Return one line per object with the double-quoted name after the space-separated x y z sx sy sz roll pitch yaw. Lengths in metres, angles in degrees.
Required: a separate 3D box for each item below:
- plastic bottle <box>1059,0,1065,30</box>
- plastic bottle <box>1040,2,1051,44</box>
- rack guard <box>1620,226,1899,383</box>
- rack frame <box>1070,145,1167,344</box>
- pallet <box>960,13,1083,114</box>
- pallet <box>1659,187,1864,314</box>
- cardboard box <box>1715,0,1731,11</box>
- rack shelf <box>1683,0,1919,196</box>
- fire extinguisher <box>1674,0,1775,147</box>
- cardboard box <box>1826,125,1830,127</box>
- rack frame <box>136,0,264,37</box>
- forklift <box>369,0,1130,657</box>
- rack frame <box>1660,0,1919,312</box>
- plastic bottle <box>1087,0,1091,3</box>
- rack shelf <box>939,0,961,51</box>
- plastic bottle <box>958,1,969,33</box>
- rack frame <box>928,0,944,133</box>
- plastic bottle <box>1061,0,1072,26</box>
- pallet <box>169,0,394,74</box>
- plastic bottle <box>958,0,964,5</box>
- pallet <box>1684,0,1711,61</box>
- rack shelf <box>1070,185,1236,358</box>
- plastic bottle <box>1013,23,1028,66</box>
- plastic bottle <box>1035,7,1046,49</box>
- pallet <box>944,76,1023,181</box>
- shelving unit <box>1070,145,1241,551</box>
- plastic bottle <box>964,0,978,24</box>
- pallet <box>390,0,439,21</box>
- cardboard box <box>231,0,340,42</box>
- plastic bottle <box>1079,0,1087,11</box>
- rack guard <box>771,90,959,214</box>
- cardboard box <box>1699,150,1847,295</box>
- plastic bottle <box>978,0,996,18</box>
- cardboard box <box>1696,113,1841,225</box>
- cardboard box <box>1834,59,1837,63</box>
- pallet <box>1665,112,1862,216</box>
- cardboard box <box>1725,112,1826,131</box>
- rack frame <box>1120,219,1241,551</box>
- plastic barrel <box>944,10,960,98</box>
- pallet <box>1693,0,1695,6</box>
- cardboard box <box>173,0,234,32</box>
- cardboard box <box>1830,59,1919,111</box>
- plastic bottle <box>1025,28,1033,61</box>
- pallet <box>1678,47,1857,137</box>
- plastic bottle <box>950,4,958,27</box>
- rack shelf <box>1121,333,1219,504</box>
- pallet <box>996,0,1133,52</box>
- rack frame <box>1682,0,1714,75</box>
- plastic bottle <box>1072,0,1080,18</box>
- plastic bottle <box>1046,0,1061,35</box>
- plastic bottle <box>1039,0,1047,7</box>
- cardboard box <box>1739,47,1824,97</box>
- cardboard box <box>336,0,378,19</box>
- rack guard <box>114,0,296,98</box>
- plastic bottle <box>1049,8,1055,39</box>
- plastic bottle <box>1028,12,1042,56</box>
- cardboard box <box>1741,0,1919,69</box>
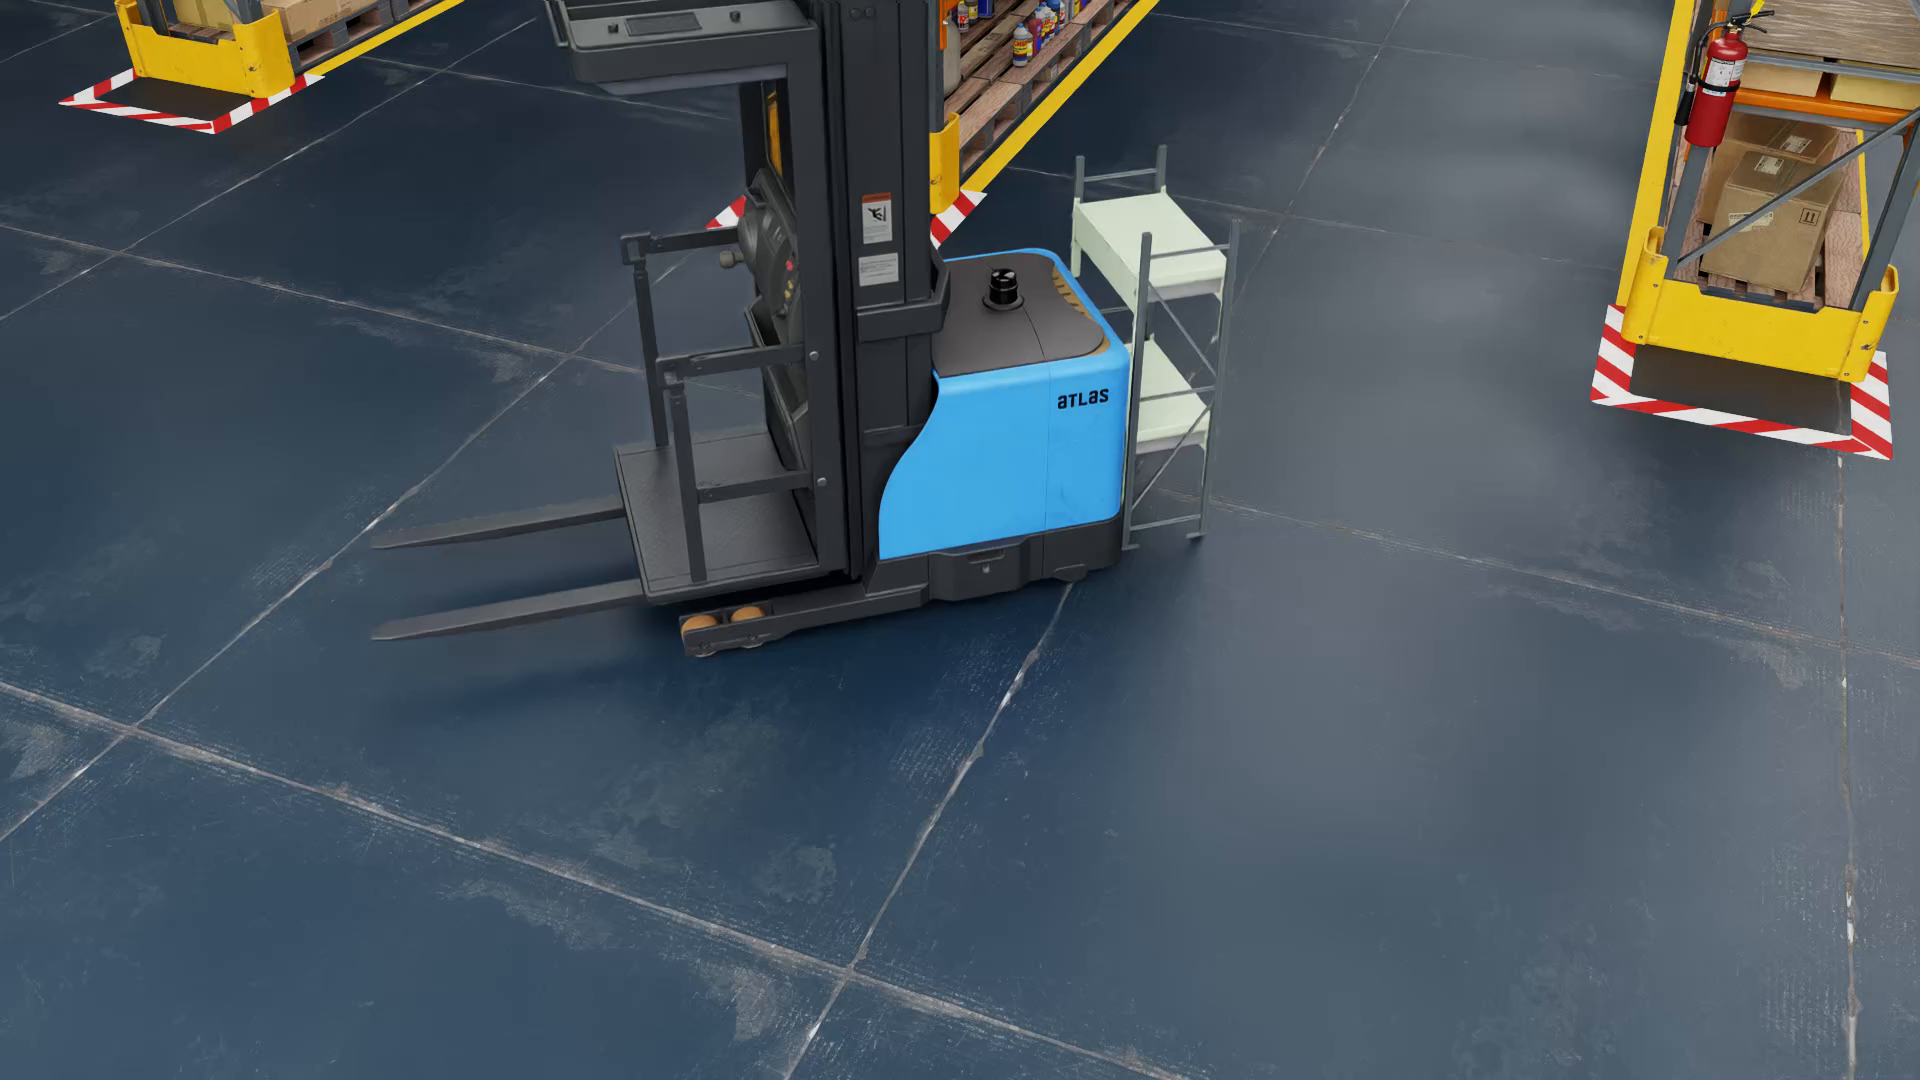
0.686 -3.691 11.652 0.097 0.201 0.097 0 37 0 "plastic bottle"
0.570 -3.550 11.406 0.097 0.271 0.097 0 37 0 "plastic bottle"
4.033 -1.202 8.440 1.175 0.500 0.348 14 39 18 "rack guard"
0.671 -1.013 7.352 0.400 1.500 0.023 -10 38 -14 "rack frame"
0.189 -3.347 11.551 1.003 0.211 1.213 14 39 18 "pallet"
4.375 -1.528 9.117 1.003 0.211 1.213 14 39 18 "pallet"
4.318 -2.922 8.322 0.875 0.500 0.500 14 39 18 "cardboard box"
4.765 -2.980 9.332 1.077 0.370 4.000 14 39 18 "rack shelf"
3.534 -2.171 7.714 0.296 0.674 0.183 14 39 18 "fire extinguisher"
4.962 -2.649 10.026 0.500 0.500 0.500 11 38 14 "cardboard box"
-5.156 -4.419 10.657 1.000 3.000 0.127 14 39 18 "rack frame"
-0.897 -1.062 6.223 3.031 2.935 1.130 -10 38 -13 "forklift"
4.004 -2.161 7.635 1.000 3.000 0.127 14 39 18 "rack frame"
0.894 -4.090 12.062 0.144 0.351 0.185 12 38 15 "plastic bottle"
0.185 -4.108 10.842 1.077 0.370 4.000 14 39 18 "rack shelf"
0.014 -3.653 11.602 0.097 0.201 0.097 0 37 0 "plastic bottle"
-0.576 -3.289 9.145 1.000 3.000 0.127 14 39 18 "rack frame"
0.706 -3.792 11.726 0.152 0.276 0.135 15 39 19 "plastic bottle"
-4.903 -3.735 12.071 1.003 0.211 1.213 14 39 18 "pallet"
-0.050 -3.824 11.705 0.144 0.351 0.185 15 39 20 "plastic bottle"
5.821 -3.690 12.010 1.003 0.211 1.213 14 39 18 "pallet"
0.777 -1.116 6.838 0.431 0.370 0.720 -10 38 -14 "rack shelf"
0.402 -3.305 11.078 0.097 0.271 0.097 0 37 0 "plastic bottle"
0.532 -3.495 11.332 0.097 0.271 0.097 0 37 0 "plastic bottle"
-0.277 -2.673 10.650 1.003 0.211 1.213 14 39 18 "pallet"
0.777 -0.803 7.072 0.431 1.500 0.755 -10 38 -14 "shelving unit"
0.079 -3.760 11.745 0.097 0.201 0.097 0 37 0 "plastic bottle"
-4.438 -4.409 12.972 1.003 0.211 1.213 14 39 18 "pallet"
-4.746 -3.732 11.684 0.500 0.250 0.500 14 39 18 "cardboard box"
0.871 -3.964 11.949 0.061 0.283 0.133 16 40 21 "plastic bottle"
-0.591 -2.341 9.964 1.175 0.500 0.348 14 39 18 "rack guard"
4.257 -1.670 8.715 0.500 0.500 0.500 21 42 26 "cardboard box"
0.168 -3.877 11.839 0.152 0.276 0.135 14 39 18 "plastic bottle"
4.453 -2.008 9.169 0.500 0.500 0.500 25 43 29 "cardboard box"
4.446 -2.298 8.028 0.380 0.149 0.250 14 39 18 "cardboard box"
4.841 -2.201 10.018 1.003 0.211 1.213 14 39 18 "pallet"
4.709 -2.351 9.627 0.500 0.500 0.500 18 40 22 "cardboard box"
0.884 -0.594 6.792 0.400 1.500 0.023 -10 38 -14 "rack frame"
-0.206 -3.120 10.646 0.421 0.512 0.421 0 37 0 "plastic barrel"
6.284 -4.368 12.917 1.003 0.211 1.213 14 39 18 "pallet"
-5.225 -3.850 11.842 0.500 0.250 0.500 14 39 18 "cardboard box"
4.333 -2.164 7.849 0.380 0.149 0.250 14 39 18 "cardboard box"
0.441 -3.334 11.176 0.097 0.201 0.097 0 37 0 "plastic bottle"
5.303 -2.879 10.925 1.003 0.211 1.213 14 39 18 "pallet"
-0.063 -3.603 11.467 0.061 0.283 0.133 14 39 18 "plastic bottle"
0.777 -0.542 7.267 0.431 0.370 0.720 -10 38 -14 "rack shelf"
0.652 -4.024 12.458 1.003 0.211 1.213 14 39 18 "pallet"
5.526 -4.375 10.598 1.000 3.000 0.127 14 39 18 "rack frame"
0.771 -3.912 11.823 0.144 0.351 0.185 14 39 17 "plastic bottle"
0.647 -3.663 11.556 0.097 0.271 0.097 0 37 0 "plastic bottle"
0.607 -3.819 11.756 0.061 0.283 0.133 14 39 18 "plastic bottle"
3.922 -2.265 7.985 0.380 0.149 0.250 14 39 18 "cardboard box"
-4.559 -4.010 12.056 0.500 0.250 0.500 14 39 18 "cardboard box"
-5.165 -3.405 11.388 1.175 0.500 0.348 14 39 18 "rack guard"
0.608 -3.577 11.500 0.097 0.201 0.097 0 37 0 "plastic bottle"
0.505 -3.431 11.236 0.061 0.283 0.133 14 39 18 "plastic bottle"
4.239 -2.618 7.915 0.875 0.500 0.500 14 39 18 "cardboard box"
